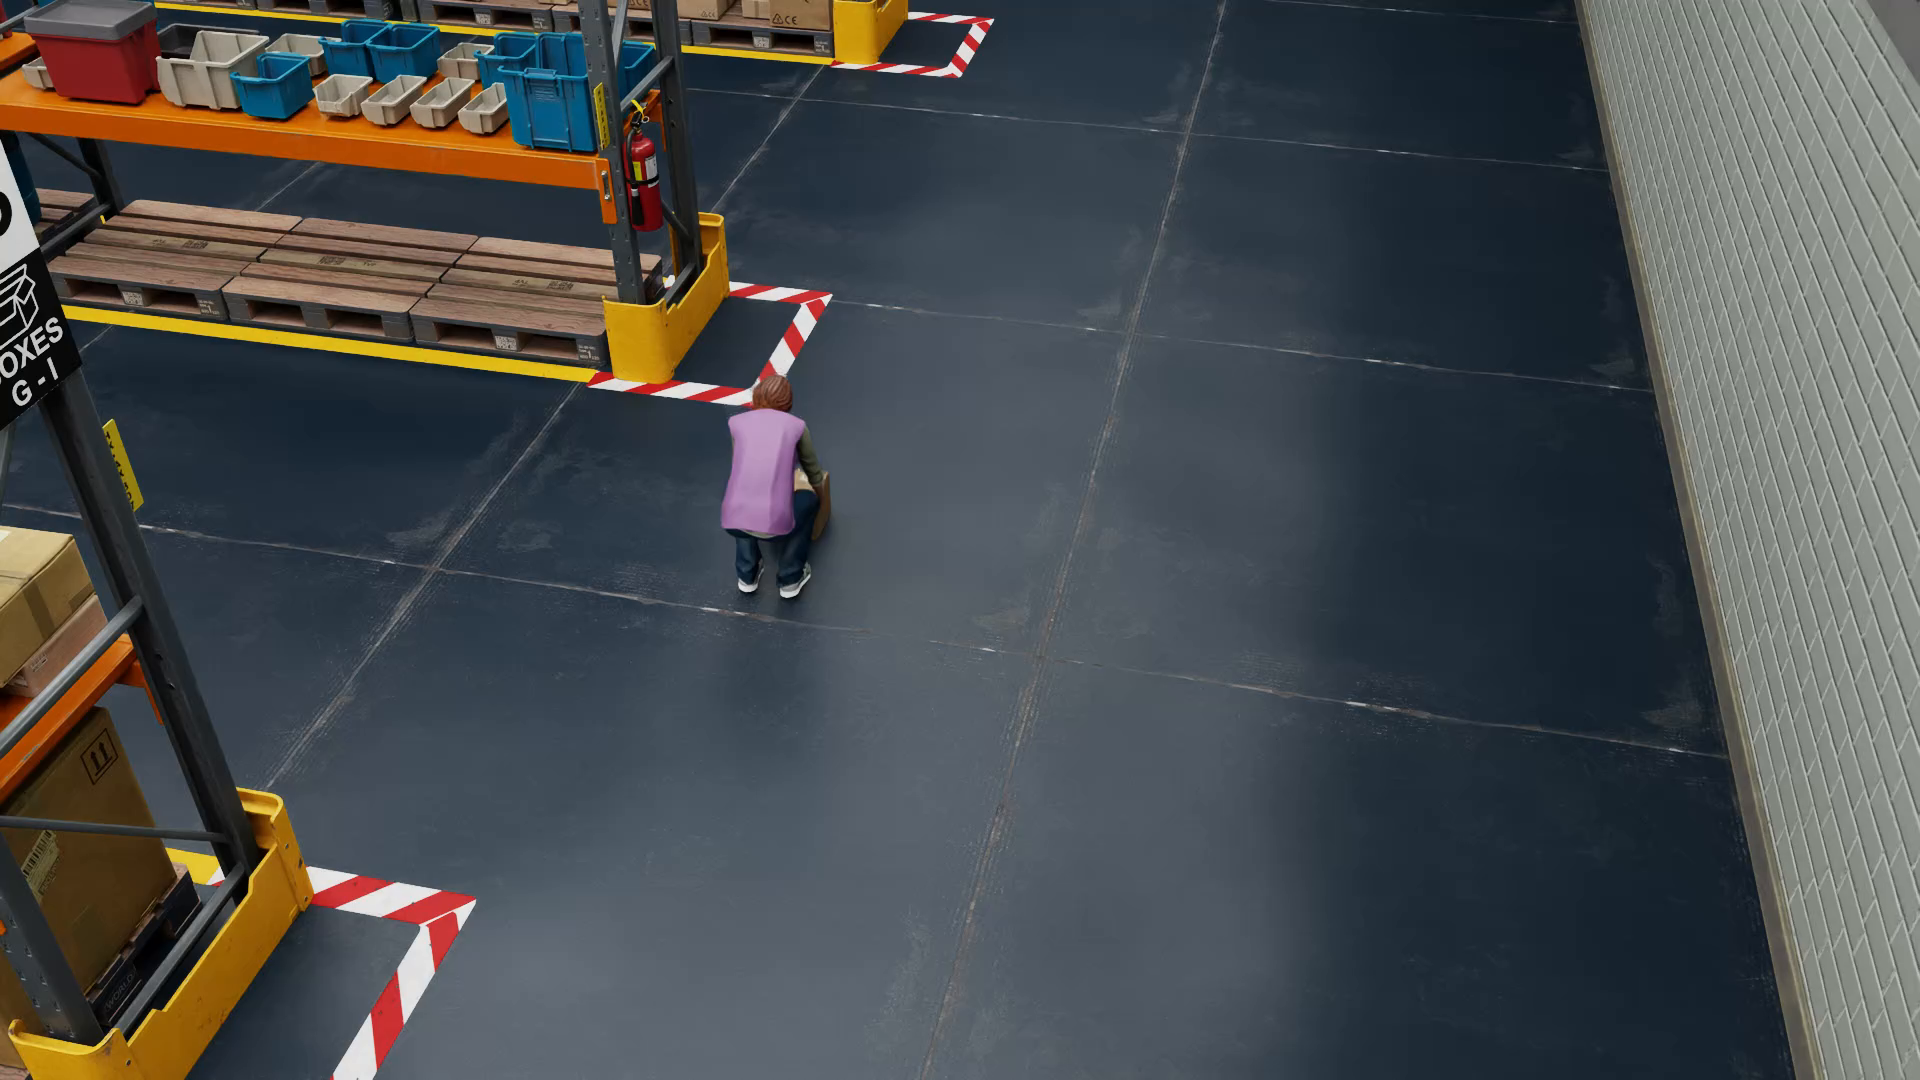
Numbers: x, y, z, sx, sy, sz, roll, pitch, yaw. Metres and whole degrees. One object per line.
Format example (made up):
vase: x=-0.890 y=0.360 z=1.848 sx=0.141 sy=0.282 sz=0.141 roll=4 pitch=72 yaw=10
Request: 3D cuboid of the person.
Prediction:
person: x=-0.902 y=-0.223 z=7.840 sx=0.449 sy=0.906 sz=0.792 roll=7 pitch=38 yaw=10
